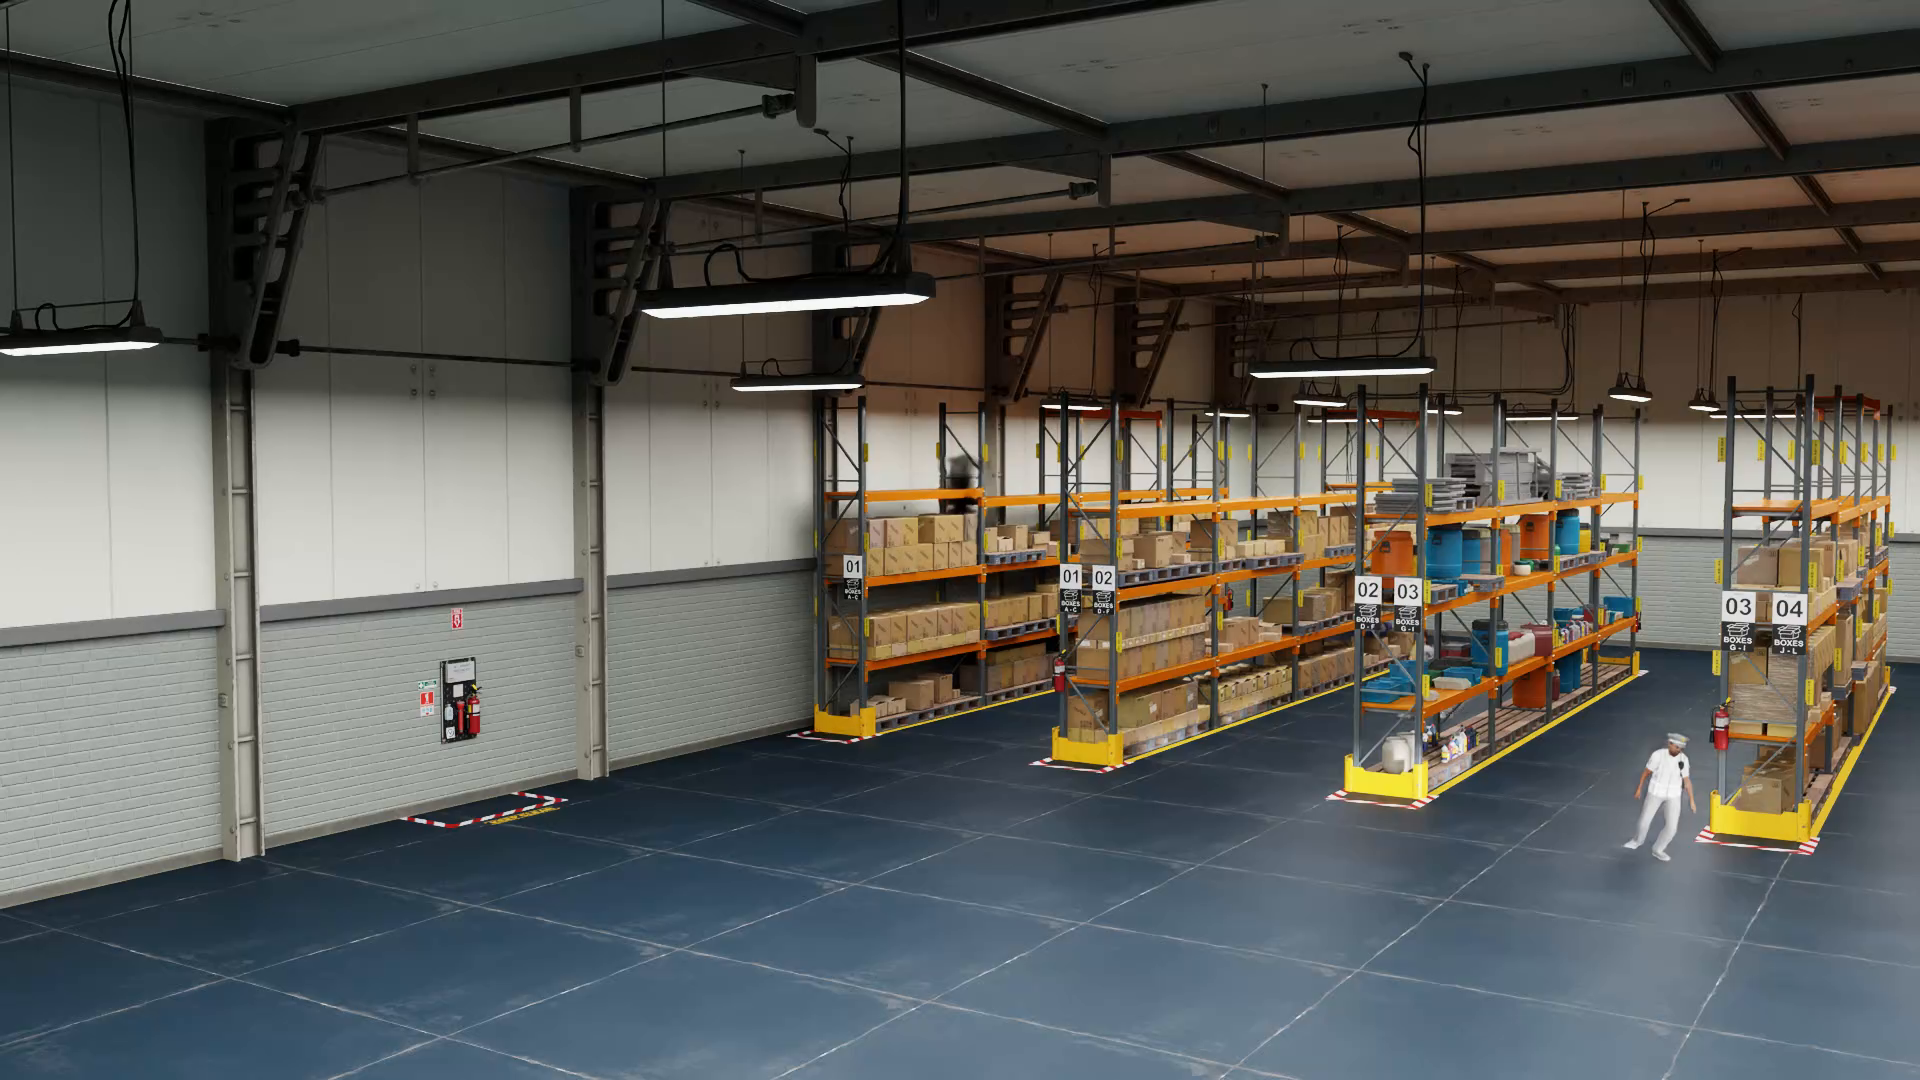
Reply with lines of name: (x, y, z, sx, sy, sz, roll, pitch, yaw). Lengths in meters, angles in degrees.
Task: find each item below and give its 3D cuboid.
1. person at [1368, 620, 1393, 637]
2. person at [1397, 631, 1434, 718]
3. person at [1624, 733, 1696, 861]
person: (10.687, 1.962, 42.240, 0.601, 1.681, 0.852, -2, 4, -33)
person: (8.586, 2.508, 31.033, 0.947, 1.647, 0.595, -2, 3, -28)
person: (8.605, 3.132, 20.435, 0.741, 1.583, 0.637, 0, 3, 9)
